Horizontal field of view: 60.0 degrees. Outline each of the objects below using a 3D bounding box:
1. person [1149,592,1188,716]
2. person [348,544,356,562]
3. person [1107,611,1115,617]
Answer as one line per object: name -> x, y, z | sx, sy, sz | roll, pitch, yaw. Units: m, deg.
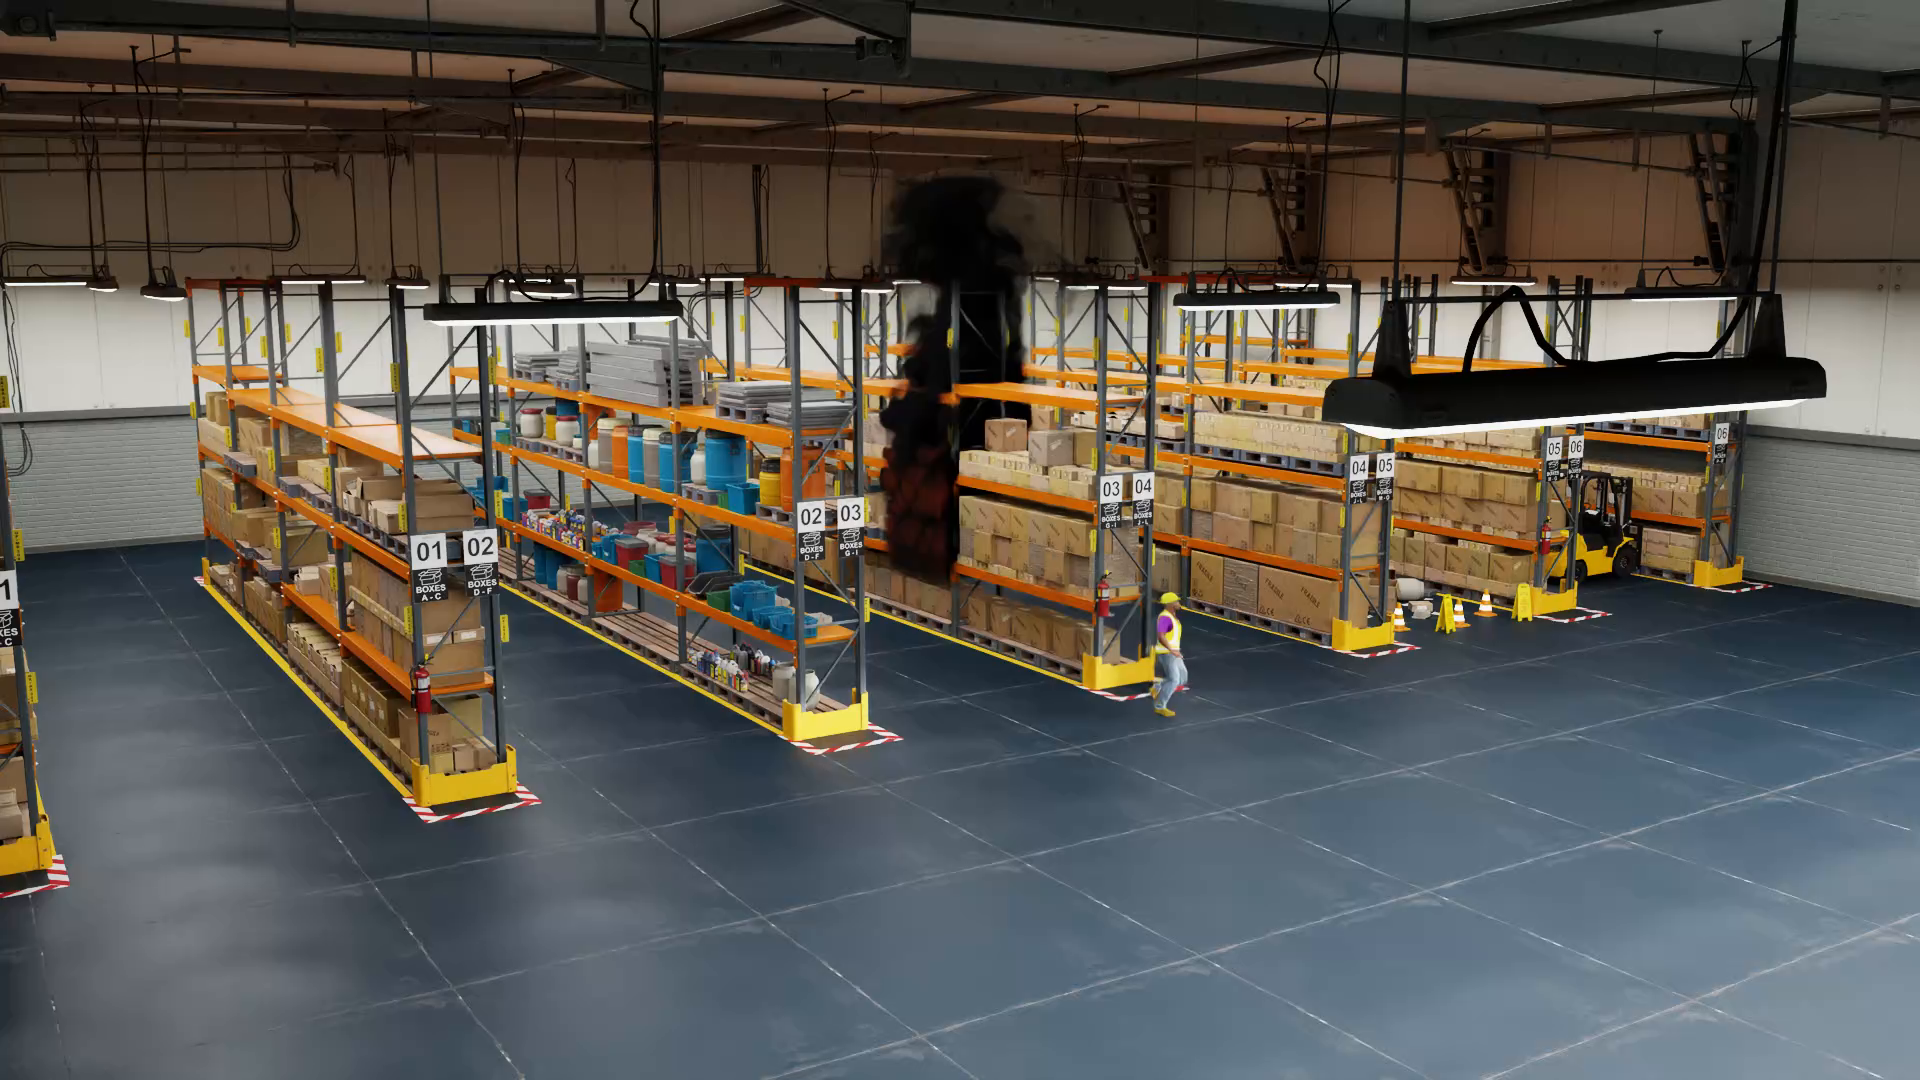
person -> 2.958, 1.585, 23.495 | 0.534, 1.698, 0.756 | 3, 10, 17
person -> -12.019, -0.008, 32.793 | 0.704, 1.769, 0.726 | -7, 12, -37
person -> 2.490, 0.473, 29.915 | 0.668, 1.748, 0.896 | -8, 12, -39
